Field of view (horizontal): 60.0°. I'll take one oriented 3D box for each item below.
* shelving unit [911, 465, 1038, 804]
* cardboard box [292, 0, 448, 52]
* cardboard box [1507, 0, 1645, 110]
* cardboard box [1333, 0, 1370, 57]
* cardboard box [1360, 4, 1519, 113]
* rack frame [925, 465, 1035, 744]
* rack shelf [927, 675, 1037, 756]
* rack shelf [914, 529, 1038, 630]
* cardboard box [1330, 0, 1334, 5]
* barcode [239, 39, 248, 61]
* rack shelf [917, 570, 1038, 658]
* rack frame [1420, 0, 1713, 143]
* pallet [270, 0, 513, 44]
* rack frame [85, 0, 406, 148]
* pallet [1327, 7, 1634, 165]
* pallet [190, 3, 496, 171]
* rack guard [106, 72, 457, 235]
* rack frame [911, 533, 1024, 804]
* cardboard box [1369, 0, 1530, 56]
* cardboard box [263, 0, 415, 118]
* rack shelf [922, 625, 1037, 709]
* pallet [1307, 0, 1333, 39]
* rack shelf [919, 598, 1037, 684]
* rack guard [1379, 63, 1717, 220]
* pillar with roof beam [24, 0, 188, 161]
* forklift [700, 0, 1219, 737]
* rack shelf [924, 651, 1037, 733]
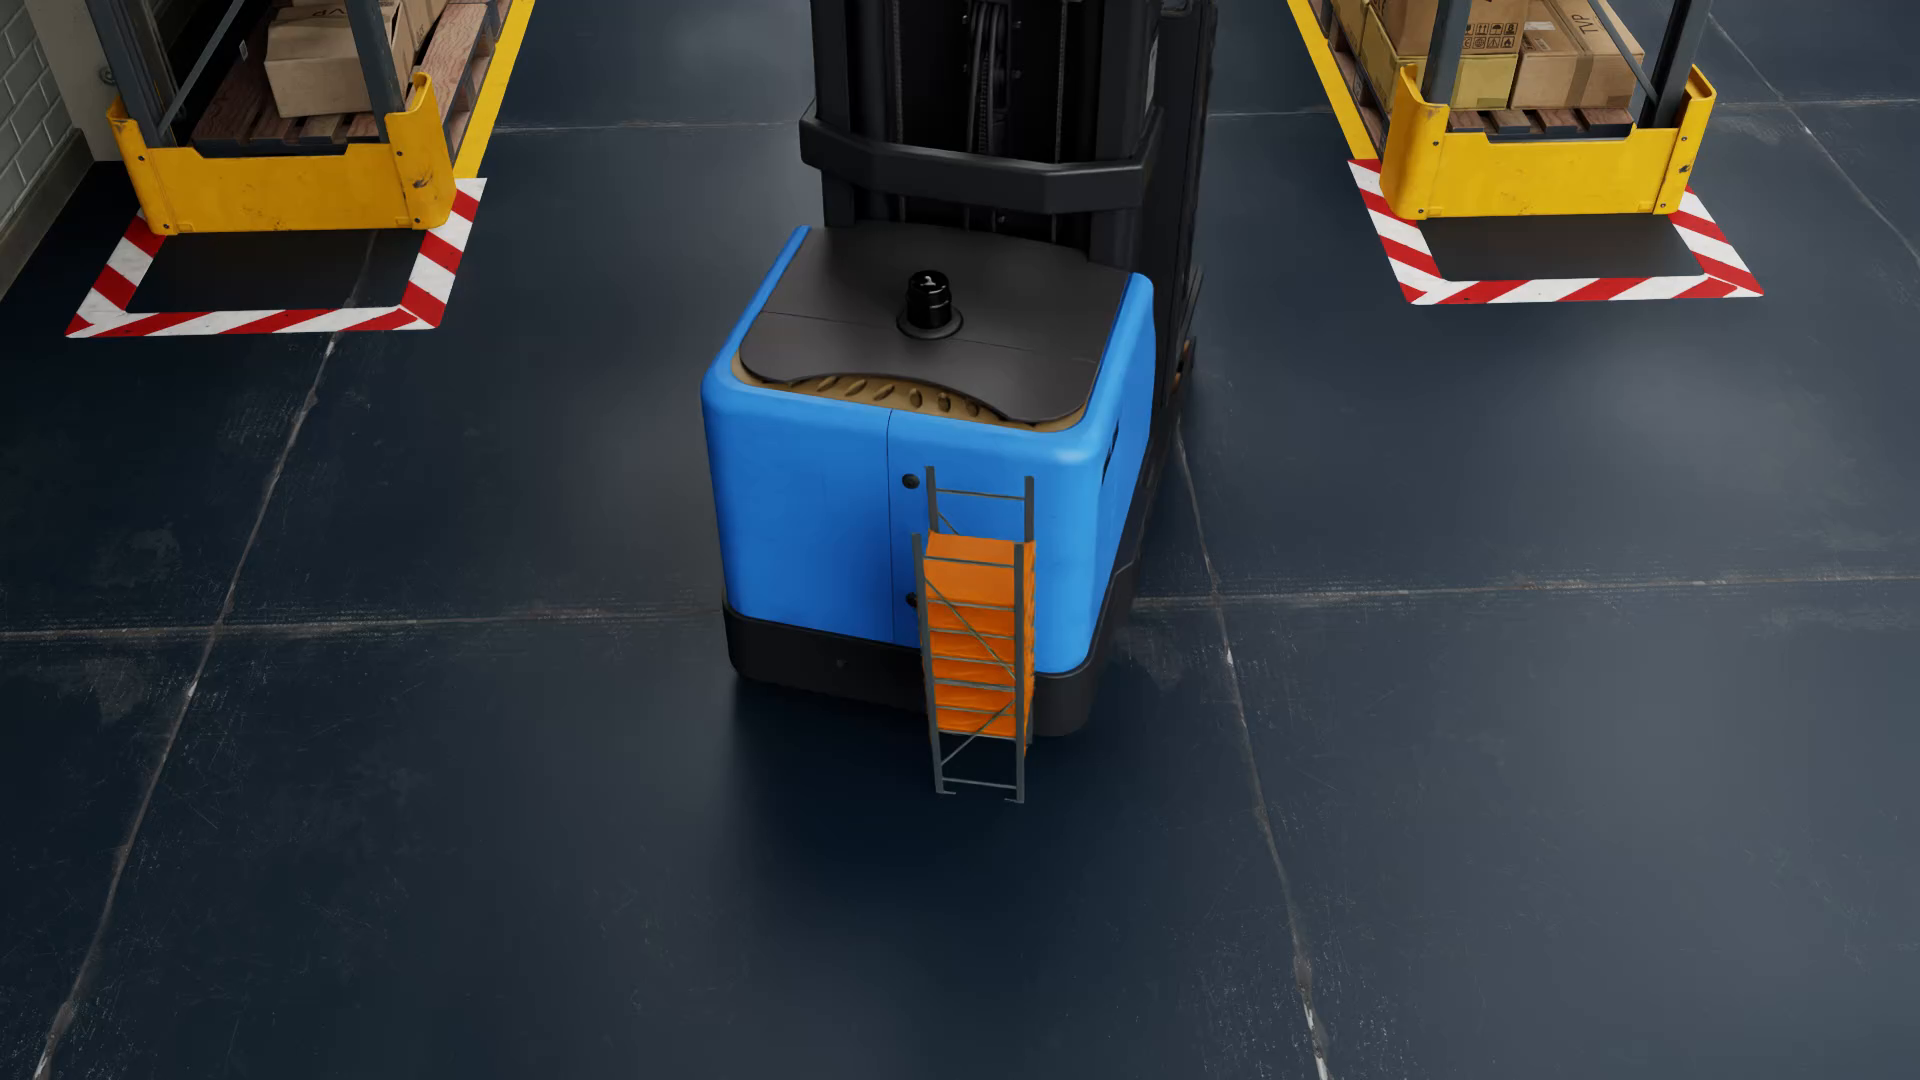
[{"bbox_3d":[0.049,0.273,4.054,0.258,1.200,0.189,6,55,7],"label":"shelving unit"},{"bbox_3d":[-2.599,-2.414,7.328,0.500,0.311,0.500,2,43,2],"label":"cardboard box"},{"bbox_3d":[2.514,-2.043,6.983,0.500,0.250,0.500,-2,43,-2],"label":"cardboard box"},{"bbox_3d":[1.963,-2.365,7.335,0.500,0.250,0.500,-2,43,-2],"label":"cardboard box"},{"bbox_3d":[1.996,-2.028,6.967,0.500,0.250,0.500,-2,43,-2],"label":"cardboard box"},{"bbox_3d":[0.062,0.199,4.106,0.240,1.200,0.006,6,55,7],"label":"rack frame"},{"bbox_3d":[0.058,0.438,4.286,0.258,0.103,0.180,6,55,7],"label":"rack shelf"},{"bbox_3d":[0.038,0.090,3.797,0.258,0.103,0.180,6,55,7],"label":"rack shelf"},{"bbox_3d":[1.940,-2.703,7.703,0.500,0.250,0.500,-2,43,-2],"label":"cardboard box"},{"bbox_3d":[-2.975,-2.033,6.906,0.001,0.075,0.075,-2,43,-2],"label":"barcode"},{"bbox_3d":[0.042,0.160,3.895,0.258,0.103,0.180,6,55,7],"label":"rack shelf"},{"bbox_3d":[2.314,-2.533,5.794,1.000,3.000,0.127,-2,43,-2],"label":"rack frame"},{"bbox_3d":[-2.686,-2.783,8.130,1.003,0.211,1.213,-2,43,-2],"label":"pallet"},{"bbox_3d":[-2.635,-2.389,5.636,1.000,3.000,0.127,-2,43,-2],"label":"rack frame"},{"bbox_3d":[2.240,-2.020,7.298,1.003,0.211,1.213,-2,43,-2],"label":"pallet"},{"bbox_3d":[-2.637,-1.961,7.234,1.003,0.211,1.213,-2,43,-2],"label":"pallet"},{"bbox_3d":[-2.638,-1.518,6.537,1.175,0.500,0.348,-2,43,-2],"label":"rack guard"},{"bbox_3d":[0.035,0.347,4.002,0.240,1.200,0.006,6,55,7],"label":"rack frame"},{"bbox_3d":[1.994,-2.304,6.713,0.500,0.500,0.500,-2,43,-2],"label":"cardboard box"},{"bbox_3d":[-2.574,-2.029,6.908,0.500,0.311,0.500,-6,43,-7],"label":"cardboard box"},{"bbox_3d":[0.050,0.299,4.090,0.258,0.103,0.180,6,55,7],"label":"rack shelf"},{"bbox_3d":[2.191,-2.842,8.194,1.003,0.211,1.213,-2,43,-2],"label":"pallet"},{"bbox_3d":[0.046,0.229,3.992,0.258,0.103,0.180,6,55,7],"label":"rack shelf"},{"bbox_3d":[2.315,-1.596,6.621,1.175,0.500,0.348,-2,43,-2],"label":"rack guard"},{"bbox_3d":[0.772,-5.171,4.232,9.100,9.000,0.400,-2,43,-2],"label":"pillar with roof beam"},{"bbox_3d":[0.204,-1.551,4.773,1.130,2.935,3.031,10,43,11],"label":"forklift"},{"bbox_3d":[0.054,0.368,4.188,0.258,0.103,0.180,6,55,7],"label":"rack shelf"}]
